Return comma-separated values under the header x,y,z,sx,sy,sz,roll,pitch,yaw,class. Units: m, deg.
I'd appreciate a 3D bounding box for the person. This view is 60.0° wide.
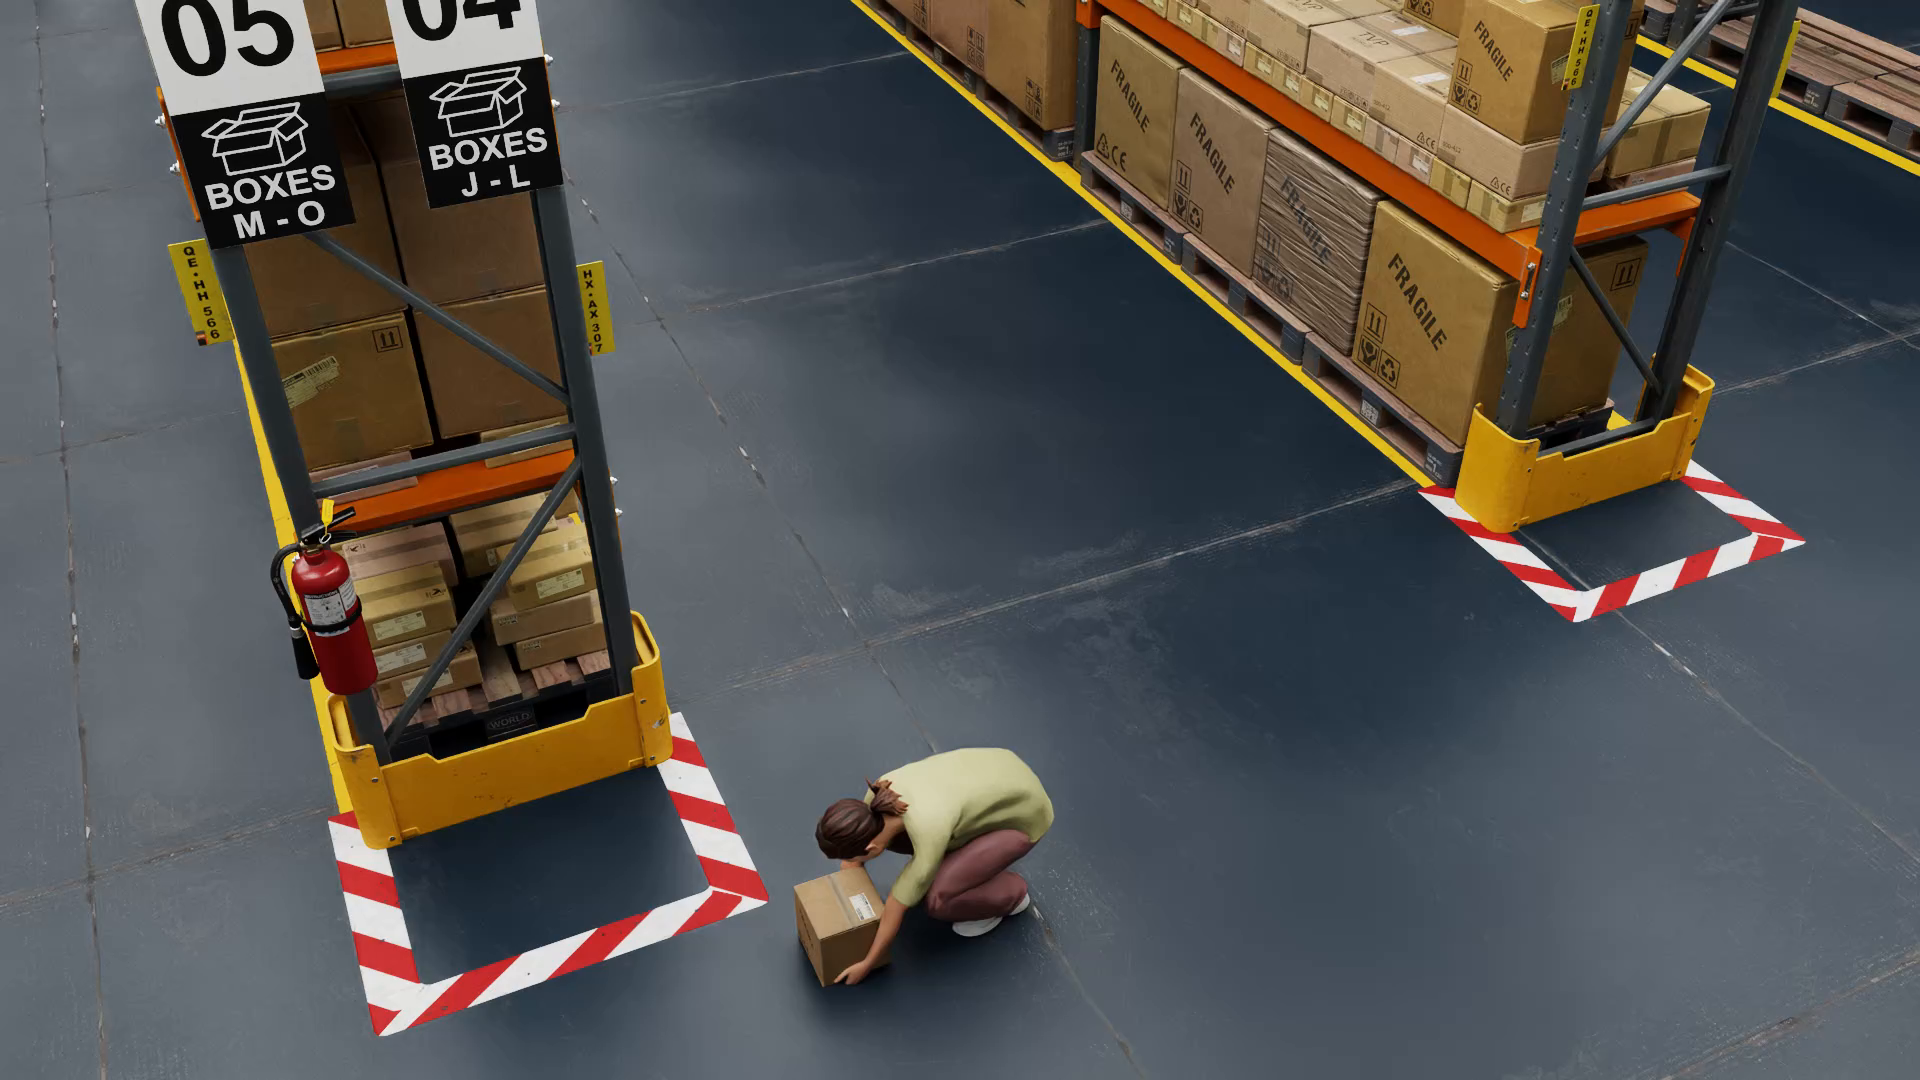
x,y,z,sx,sy,sz,roll,pitch,yaw,class
-0.098,1.045,5.637,0.862,0.784,0.476,-16,40,-20,person
